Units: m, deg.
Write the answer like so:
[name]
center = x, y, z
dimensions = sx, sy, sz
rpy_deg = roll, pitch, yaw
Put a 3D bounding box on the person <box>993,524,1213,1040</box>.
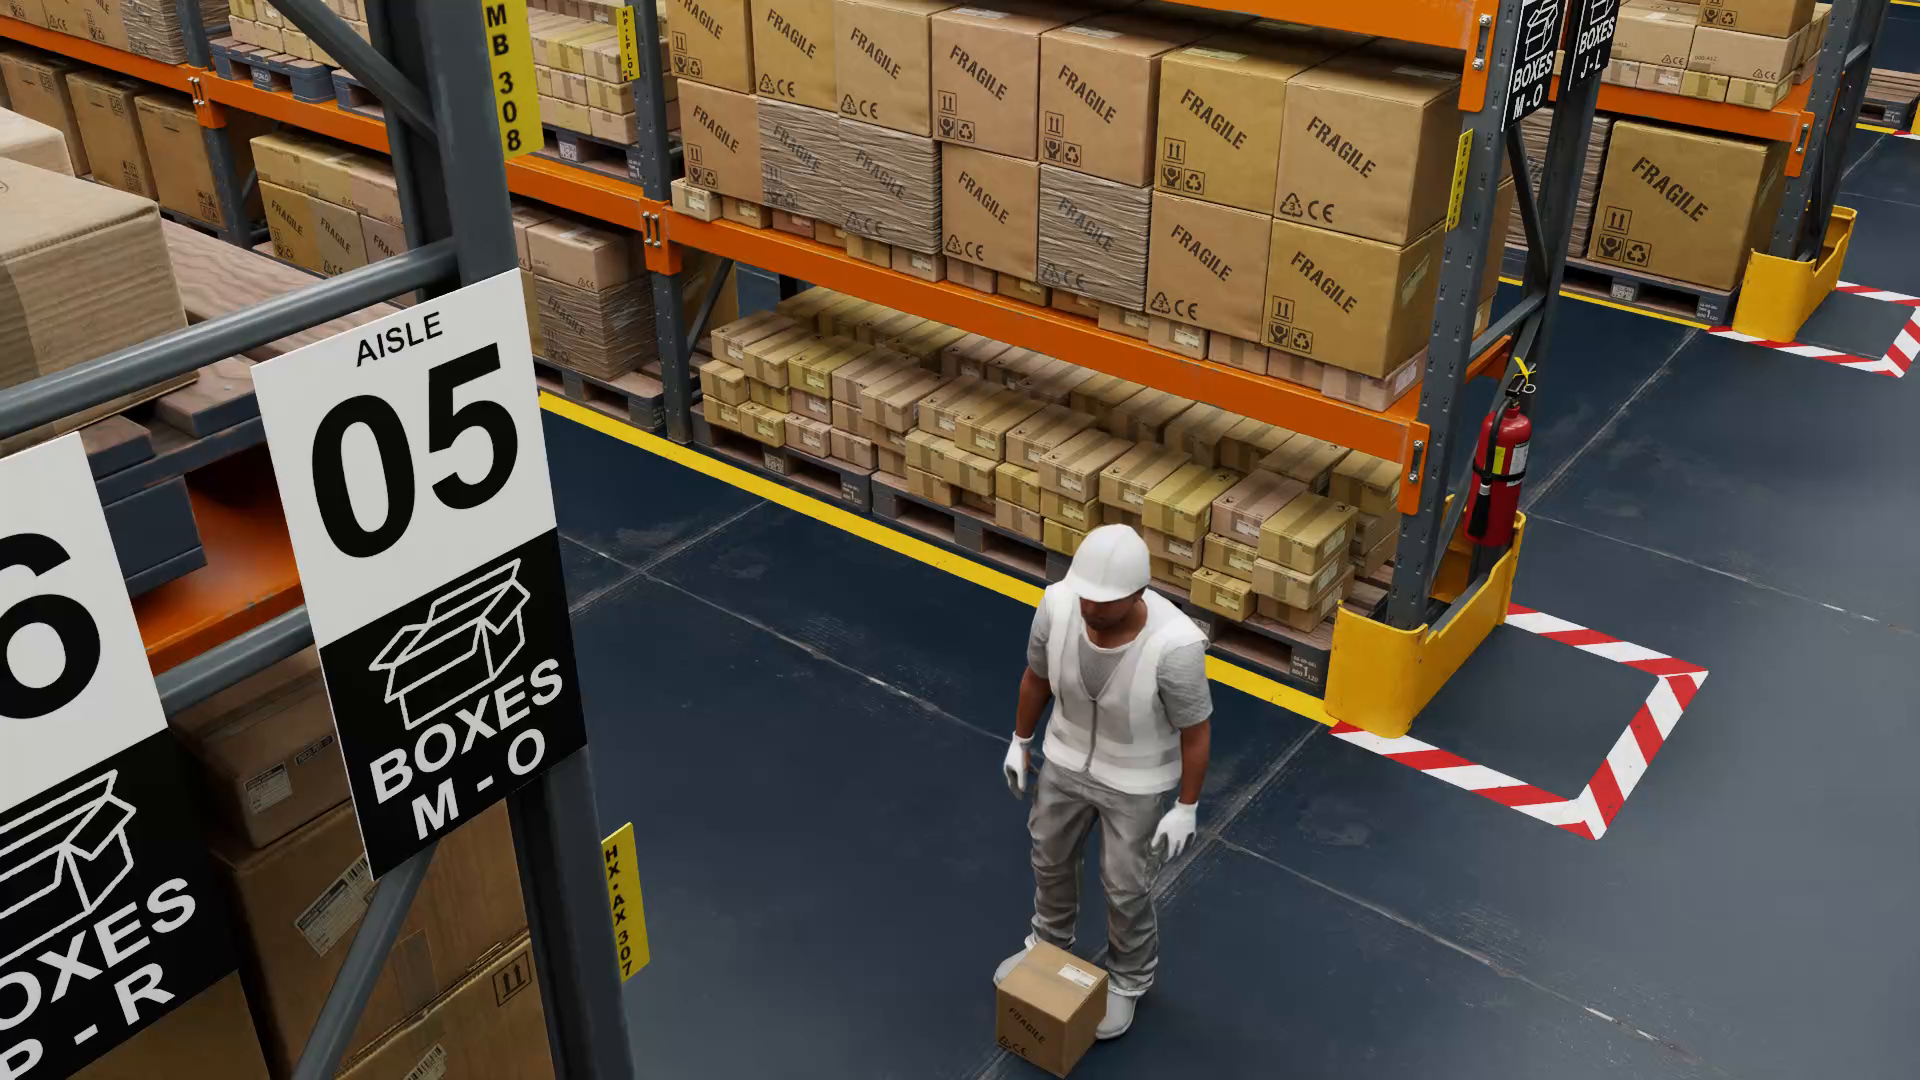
[person]
center = 0.426, 0.704, 4.930
dimensions = 0.630, 1.776, 0.443
rpy_deg = 19, 36, 29
